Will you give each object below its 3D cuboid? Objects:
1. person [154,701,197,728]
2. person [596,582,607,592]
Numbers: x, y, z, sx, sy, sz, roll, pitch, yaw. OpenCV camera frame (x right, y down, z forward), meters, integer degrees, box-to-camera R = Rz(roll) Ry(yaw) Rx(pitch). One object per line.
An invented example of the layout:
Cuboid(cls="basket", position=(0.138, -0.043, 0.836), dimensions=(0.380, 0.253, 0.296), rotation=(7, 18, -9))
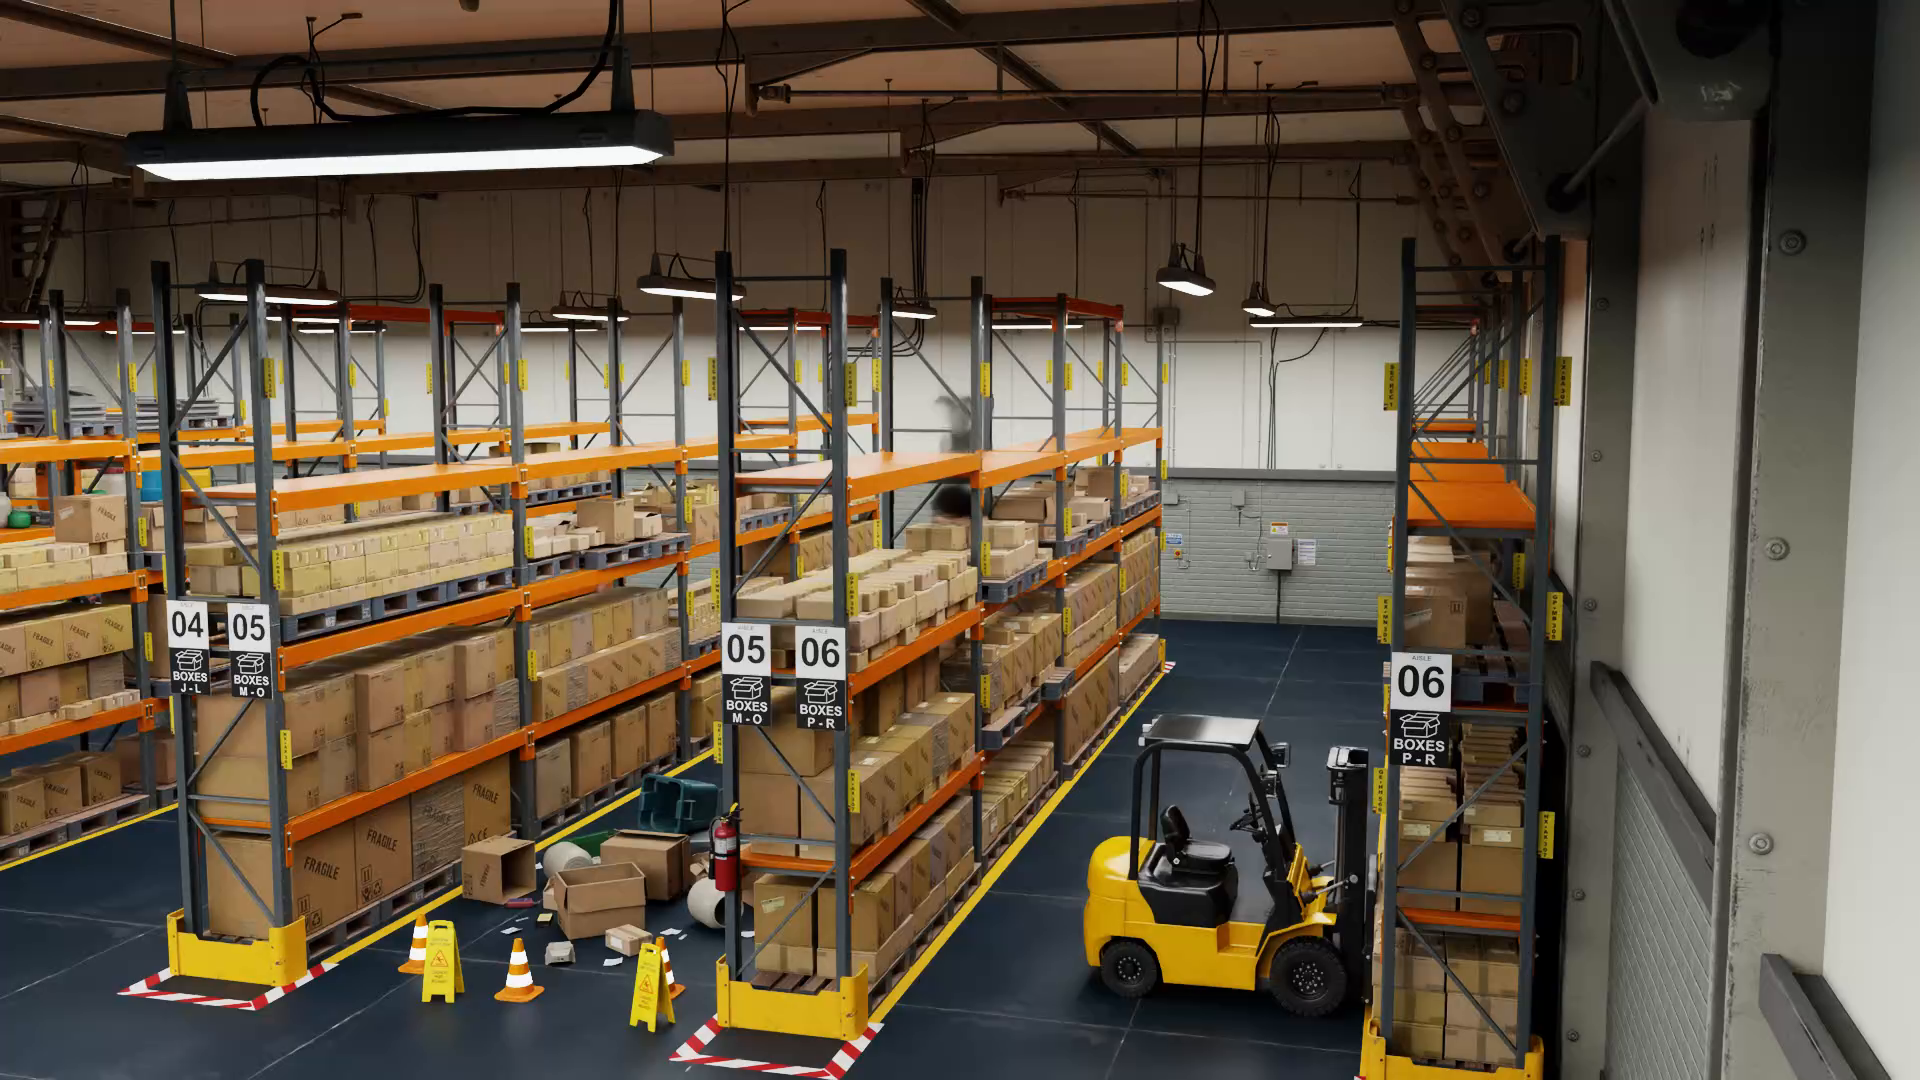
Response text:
Cuboid(cls="person", position=(-11.197, 1.875, 23.573), dimensions=(0.704, 1.720, 1.017), rotation=(1, 6, 10))
Cuboid(cls="person", position=(-5.824, 1.477, 27.095), dimensions=(0.661, 1.681, 0.585), rotation=(1, 6, 12))
